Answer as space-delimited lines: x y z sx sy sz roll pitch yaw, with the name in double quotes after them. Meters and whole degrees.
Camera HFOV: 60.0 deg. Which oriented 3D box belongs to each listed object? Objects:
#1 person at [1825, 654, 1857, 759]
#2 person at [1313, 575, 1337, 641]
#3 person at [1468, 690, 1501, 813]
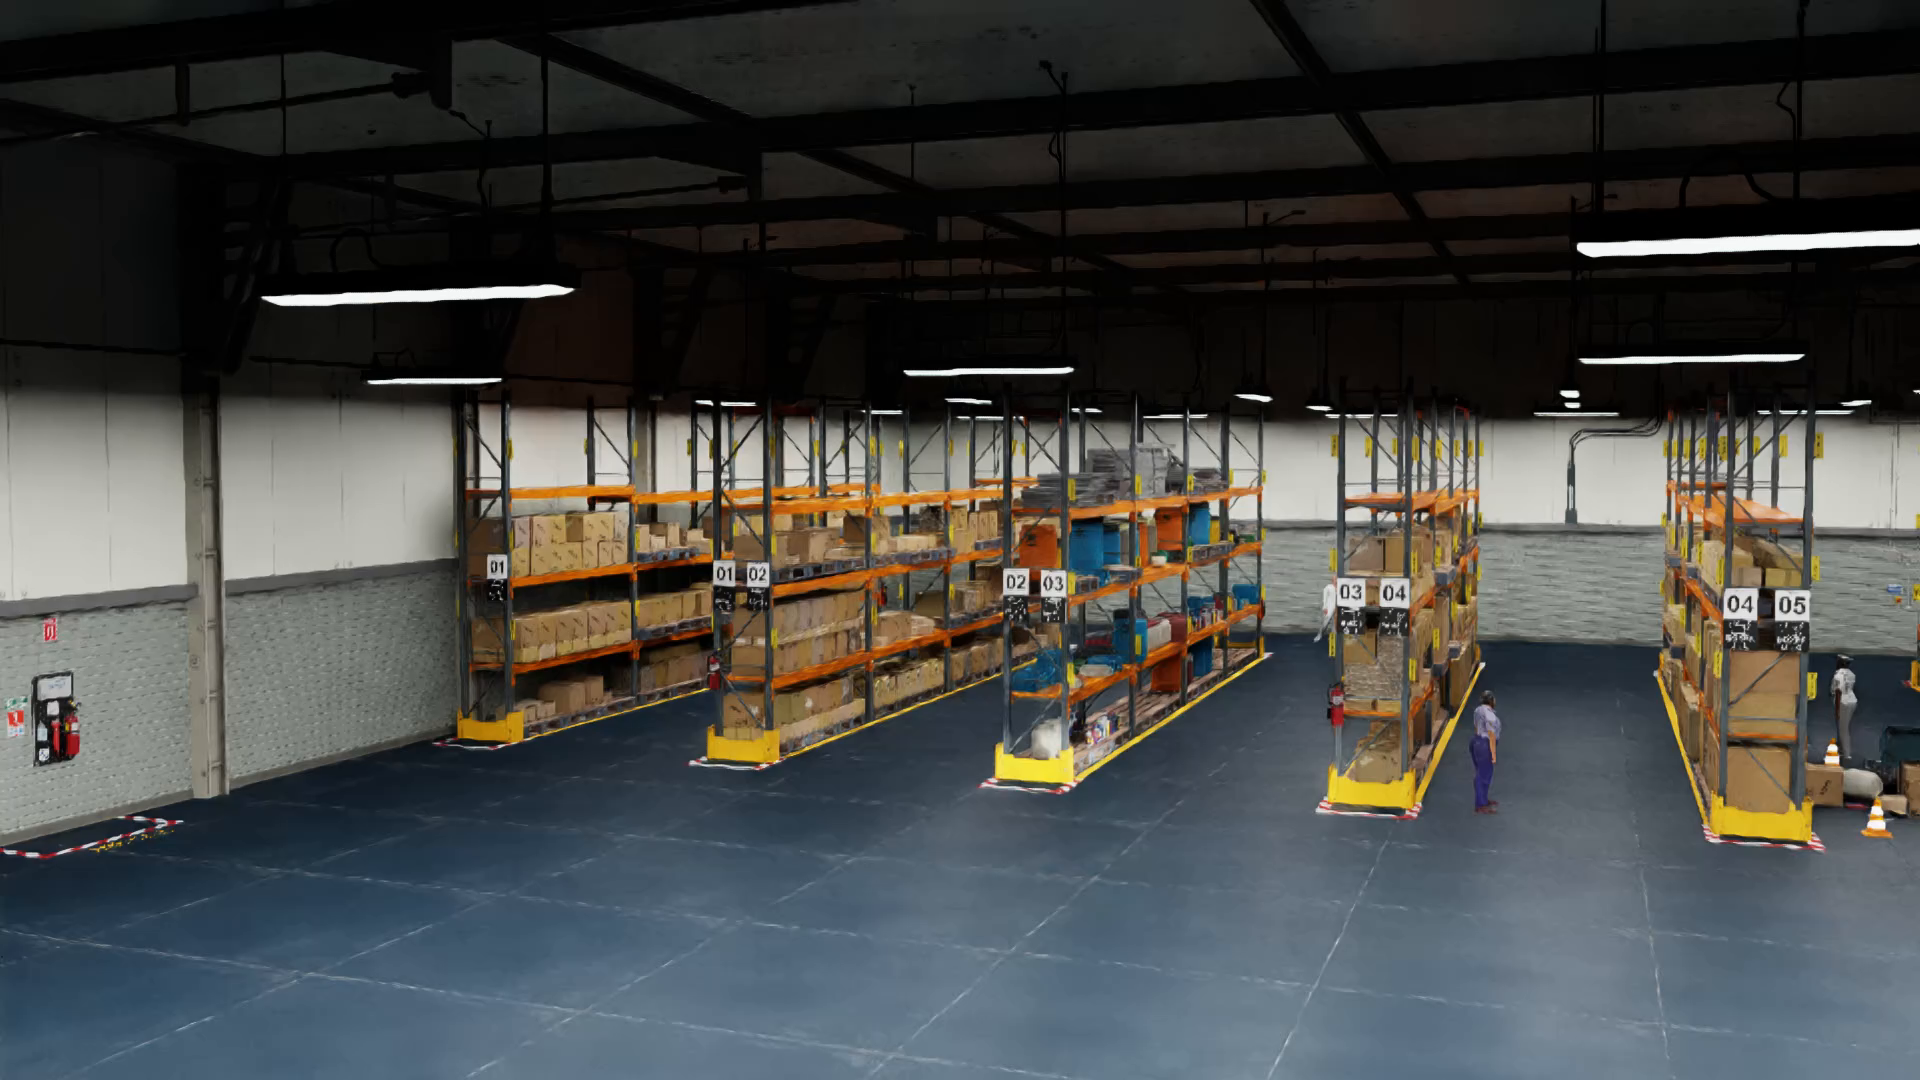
14.209 2.679 26.845 0.498 1.674 0.462 -3 4 -39 "person"
9.450 1.772 42.576 0.778 1.768 0.560 -1 3 -19 "person"
7.295 2.900 22.978 0.445 1.657 0.578 0 3 -7 "person"
